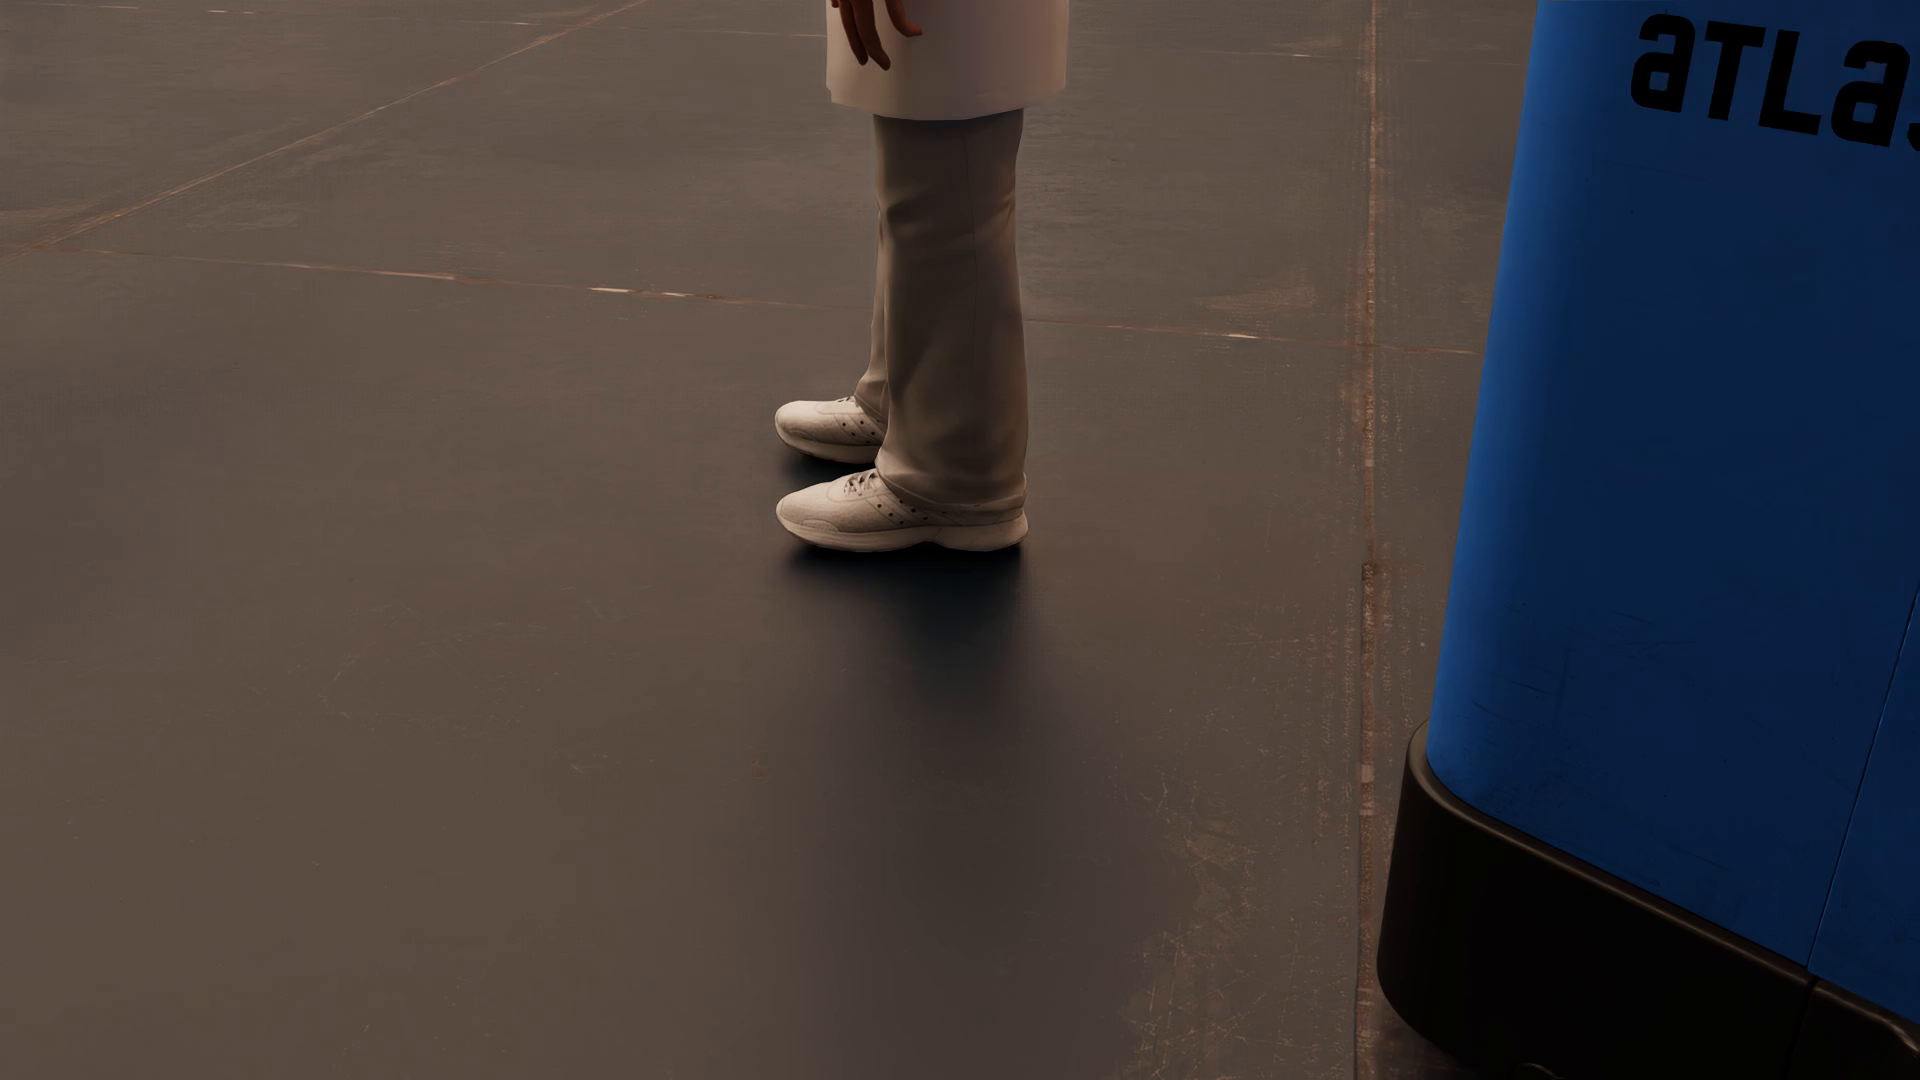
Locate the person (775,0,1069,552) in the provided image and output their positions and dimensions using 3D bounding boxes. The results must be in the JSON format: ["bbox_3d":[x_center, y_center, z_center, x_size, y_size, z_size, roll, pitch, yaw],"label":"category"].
[{"bbox_3d":[-0.088,-0.811,2.117,0.578,1.778,0.698,6,27,11],"label":"person"}]

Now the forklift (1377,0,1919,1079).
[{"bbox_3d":[1.769,-0.509,0.254,1.130,2.935,3.031,-23,35,-38],"label":"forklift"}]
